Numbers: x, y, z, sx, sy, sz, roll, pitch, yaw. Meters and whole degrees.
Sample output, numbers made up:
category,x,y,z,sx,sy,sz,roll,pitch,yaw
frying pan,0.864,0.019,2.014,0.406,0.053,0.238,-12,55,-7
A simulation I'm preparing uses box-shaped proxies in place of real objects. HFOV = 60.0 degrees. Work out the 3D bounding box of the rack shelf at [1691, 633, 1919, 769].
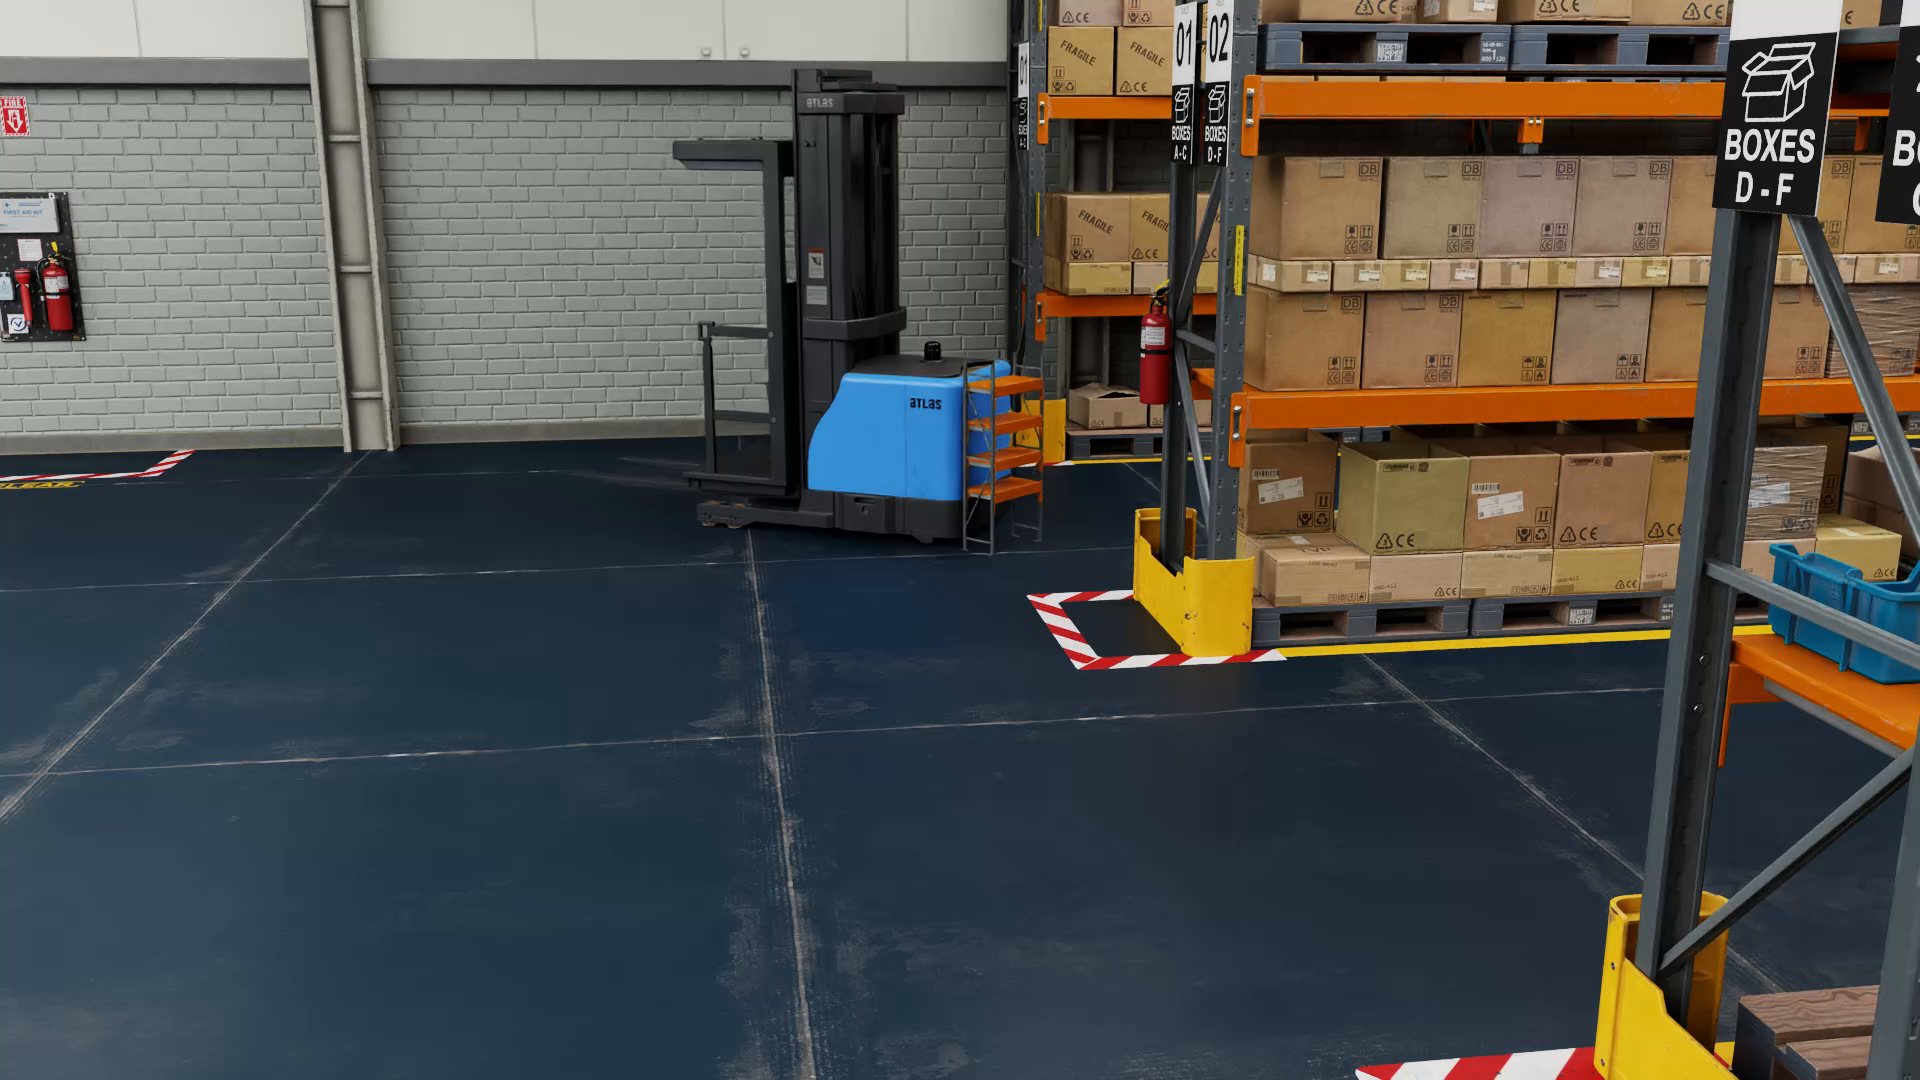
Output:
category,x,y,z,sx,sy,sz,roll,pitch,yaw
rack shelf,3.965,0.458,4.207,4.000,0.370,1.077,-2,14,-8

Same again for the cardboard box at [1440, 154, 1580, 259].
category,x,y,z,sx,sy,sz,roll,pitch,yaw
cardboard box,2.787,-1.742,8.630,0.500,0.500,0.700,-2,14,-8

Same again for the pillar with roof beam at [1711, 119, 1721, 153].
category,x,y,z,sx,sy,sz,roll,pitch,yaw
pillar with roof beam,7.650,-4.526,10.272,0.400,9.000,9.100,-2,14,-8

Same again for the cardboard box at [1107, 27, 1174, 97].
category,x,y,z,sx,sy,sz,roll,pitch,yaw
cardboard box,1.416,-3.677,12.805,0.500,0.500,0.500,-1,14,-5

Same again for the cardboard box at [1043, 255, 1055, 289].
category,x,y,z,sx,sy,sz,roll,pitch,yaw
cardboard box,0.945,-2.202,13.602,0.500,0.250,0.500,-2,14,-7

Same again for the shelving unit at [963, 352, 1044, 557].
category,x,y,z,sx,sy,sz,roll,pitch,yaw
shelving unit,0.274,-0.543,10.421,0.258,1.200,0.503,12,18,39

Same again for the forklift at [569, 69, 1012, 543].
category,x,y,z,sx,sy,sz,roll,pitch,yaw
forklift,-1.214,-1.607,11.104,3.031,2.935,1.130,6,15,21

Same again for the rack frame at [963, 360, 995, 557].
category,x,y,z,sx,sy,sz,roll,pitch,yaw
rack frame,0.116,-0.498,10.241,0.240,1.200,0.015,12,18,39

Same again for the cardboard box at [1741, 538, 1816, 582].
category,x,y,z,sx,sy,sz,roll,pitch,yaw
cardboard box,4.287,0.060,9.104,0.500,0.250,0.500,-2,14,-8

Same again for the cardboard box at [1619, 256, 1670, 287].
category,x,y,z,sx,sy,sz,roll,pitch,yaw
cardboard box,3.454,-1.401,8.601,0.250,0.149,0.380,-2,14,-6

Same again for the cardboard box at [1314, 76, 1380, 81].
category,x,y,z,sx,sy,sz,roll,pitch,yaw
cardboard box,2.960,-3.737,13.044,0.500,0.500,0.500,-3,14,-11

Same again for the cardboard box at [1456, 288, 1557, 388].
category,x,y,z,sx,sy,sz,roll,pitch,yaw
cardboard box,2.727,-1.109,8.772,0.500,0.500,0.700,-2,14,-8

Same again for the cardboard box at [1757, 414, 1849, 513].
category,x,y,z,sx,sy,sz,roll,pitch,yaw
cardboard box,4.704,-0.447,9.586,0.500,0.500,0.500,-2,14,-8

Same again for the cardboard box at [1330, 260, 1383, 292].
category,x,y,z,sx,sy,sz,roll,pitch,yaw
cardboard box,1.934,-1.346,8.382,0.250,0.149,0.380,-2,14,-10

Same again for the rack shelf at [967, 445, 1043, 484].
category,x,y,z,sx,sy,sz,roll,pitch,yaw
rack shelf,0.274,-0.478,10.438,0.258,0.148,0.480,12,18,39

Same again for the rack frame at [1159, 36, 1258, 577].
category,x,y,z,sx,sy,sz,roll,pitch,yaw
rack frame,1.253,-1.010,8.582,0.127,3.000,1.000,-2,14,-8

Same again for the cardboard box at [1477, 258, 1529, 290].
category,x,y,z,sx,sy,sz,roll,pitch,yaw
cardboard box,2.694,-1.373,8.492,0.250,0.149,0.380,-3,14,-10

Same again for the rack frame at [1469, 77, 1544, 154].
category,x,y,z,sx,sy,sz,roll,pitch,yaw
rack frame,4.467,-2.346,13.911,0.127,3.000,1.000,-2,14,-8

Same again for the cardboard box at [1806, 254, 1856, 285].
category,x,y,z,sx,sy,sz,roll,pitch,yaw
cardboard box,4.468,-1.438,8.750,0.250,0.149,0.380,-3,14,-10

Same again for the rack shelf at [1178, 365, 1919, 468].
category,x,y,z,sx,sy,sz,roll,pitch,yaw
rack shelf,3.231,-0.733,8.959,4.000,0.370,1.077,-2,14,-8

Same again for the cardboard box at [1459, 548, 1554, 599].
category,x,y,z,sx,sy,sz,roll,pitch,yaw
cardboard box,2.805,0.117,8.877,0.500,0.250,0.500,-2,14,-8

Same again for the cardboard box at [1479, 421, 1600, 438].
category,x,y,z,sx,sy,sz,roll,pitch,yaw
cardboard box,3.221,-0.392,9.367,0.500,0.500,0.500,-2,14,-8

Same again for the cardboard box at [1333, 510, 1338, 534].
category,x,y,z,sx,sy,sz,roll,pitch,yaw
cardboard box,2.232,0.009,9.310,0.500,0.250,0.500,-2,14,-8

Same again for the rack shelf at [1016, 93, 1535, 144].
category,x,y,z,sx,sy,sz,roll,pitch,yaw
rack shelf,2.489,-3.380,13.344,4.000,0.370,1.077,-2,14,-8

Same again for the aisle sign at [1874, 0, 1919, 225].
category,x,y,z,sx,sy,sz,roll,pitch,yaw
aisle sign,1.960,-1.006,3.223,0.004,0.787,0.394,-2,14,-8

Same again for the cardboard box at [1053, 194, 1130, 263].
category,x,y,z,sx,sy,sz,roll,pitch,yaw
cardboard box,1.029,-2.447,13.038,0.500,0.500,0.500,-2,14,-8

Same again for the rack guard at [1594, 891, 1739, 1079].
category,x,y,z,sx,sy,sz,roll,pitch,yaw
rack guard,2.056,1.380,4.191,0.348,0.500,1.175,-2,14,-8

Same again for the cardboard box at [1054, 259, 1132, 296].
category,x,y,z,sx,sy,sz,roll,pitch,yaw
cardboard box,1.042,-2.080,13.115,0.500,0.250,0.500,-3,14,-10

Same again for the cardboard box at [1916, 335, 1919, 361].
category,x,y,z,sx,sy,sz,roll,pitch,yaw
cardboard box,5.689,-1.110,9.291,0.500,0.250,0.500,-1,14,-5

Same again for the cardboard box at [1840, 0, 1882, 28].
category,x,y,z,sx,sy,sz,roll,pitch,yaw
cardboard box,4.671,-2.975,8.895,0.500,0.500,0.500,-1,14,-4

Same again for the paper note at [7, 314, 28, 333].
category,x,y,z,sx,sy,sz,roll,pitch,yaw
paper note,-7.493,-1.720,13.224,0.142,0.148,0.016,-2,14,-8

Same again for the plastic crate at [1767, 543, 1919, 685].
category,x,y,z,sx,sy,sz,roll,pitch,yaw
plastic crate,2.438,0.164,4.208,0.616,0.251,0.499,-2,14,-8

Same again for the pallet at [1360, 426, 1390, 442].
category,x,y,z,sx,sy,sz,roll,pitch,yaw
pallet,3.808,-0.961,14.119,1.213,0.211,1.003,-2,14,-8

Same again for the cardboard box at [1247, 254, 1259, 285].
category,x,y,z,sx,sy,sz,roll,pitch,yaw
cardboard box,1.603,-1.433,8.729,0.250,0.149,0.380,-2,14,-9

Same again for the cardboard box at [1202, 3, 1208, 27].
category,x,y,z,sx,sy,sz,roll,pitch,yaw
cardboard box,1.938,-4.182,12.763,0.500,0.500,0.500,-2,14,-7

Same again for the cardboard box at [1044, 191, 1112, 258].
category,x,y,z,sx,sy,sz,roll,pitch,yaw
cardboard box,0.946,-2.570,13.529,0.500,0.500,0.500,-2,14,-9

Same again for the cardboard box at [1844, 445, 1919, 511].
category,x,y,z,sx,sy,sz,roll,pitch,yaw
cardboard box,5.567,-0.380,9.709,0.500,0.311,0.500,-2,14,-8

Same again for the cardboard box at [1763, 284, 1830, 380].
category,x,y,z,sx,sy,sz,roll,pitch,yaw
cardboard box,4.250,-1.165,8.995,0.500,0.500,0.700,-2,14,-9

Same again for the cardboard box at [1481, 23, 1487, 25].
category,x,y,z,sx,sy,sz,roll,pitch,yaw
cardboard box,2.903,-2.818,8.660,0.500,0.311,0.500,0,14,-2

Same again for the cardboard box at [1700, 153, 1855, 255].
category,x,y,z,sx,sy,sz,roll,pitch,yaw
cardboard box,4.272,-1.796,8.846,0.500,0.500,0.700,-2,14,-8

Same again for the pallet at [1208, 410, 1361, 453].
category,x,y,z,sx,sy,sz,roll,pitch,yaw
pallet,2.599,-0.916,13.940,1.213,0.211,1.003,-2,14,-8

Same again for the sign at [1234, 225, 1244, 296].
category,x,y,z,sx,sy,sz,roll,pitch,yaw
sign,1.330,-1.334,7.934,0.005,0.325,0.100,-2,14,-8

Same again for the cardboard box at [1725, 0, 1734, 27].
category,x,y,z,sx,sy,sz,roll,pitch,yaw
cardboard box,4.057,-2.650,8.321,0.250,0.149,0.380,-2,14,-8

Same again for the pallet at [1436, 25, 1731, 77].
category,x,y,z,sx,sy,sz,roll,pitch,yaw
pallet,3.166,-2.486,8.485,1.213,0.211,1.003,-2,14,-8

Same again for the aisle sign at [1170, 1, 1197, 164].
category,x,y,z,sx,sy,sz,roll,pitch,yaw
aisle sign,1.145,-2.339,8.538,0.004,0.787,0.394,-2,14,-8

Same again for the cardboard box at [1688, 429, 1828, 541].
category,x,y,z,sx,sy,sz,roll,pitch,yaw
cardboard box,4.287,-0.304,9.015,0.500,0.500,0.500,-2,14,-8

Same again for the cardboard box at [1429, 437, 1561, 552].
category,x,y,z,sx,sy,sz,roll,pitch,yaw
cardboard box,2.804,-0.249,8.797,0.500,0.500,0.500,-2,14,-8

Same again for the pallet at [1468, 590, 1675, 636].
category,x,y,z,sx,sy,sz,roll,pitch,yaw
pallet,3.207,0.261,9.245,1.213,0.211,1.003,-2,14,-8

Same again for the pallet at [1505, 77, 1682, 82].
category,x,y,z,sx,sy,sz,roll,pitch,yaw
pallet,5.093,-3.707,13.556,1.003,0.211,1.213,-2,14,-8
